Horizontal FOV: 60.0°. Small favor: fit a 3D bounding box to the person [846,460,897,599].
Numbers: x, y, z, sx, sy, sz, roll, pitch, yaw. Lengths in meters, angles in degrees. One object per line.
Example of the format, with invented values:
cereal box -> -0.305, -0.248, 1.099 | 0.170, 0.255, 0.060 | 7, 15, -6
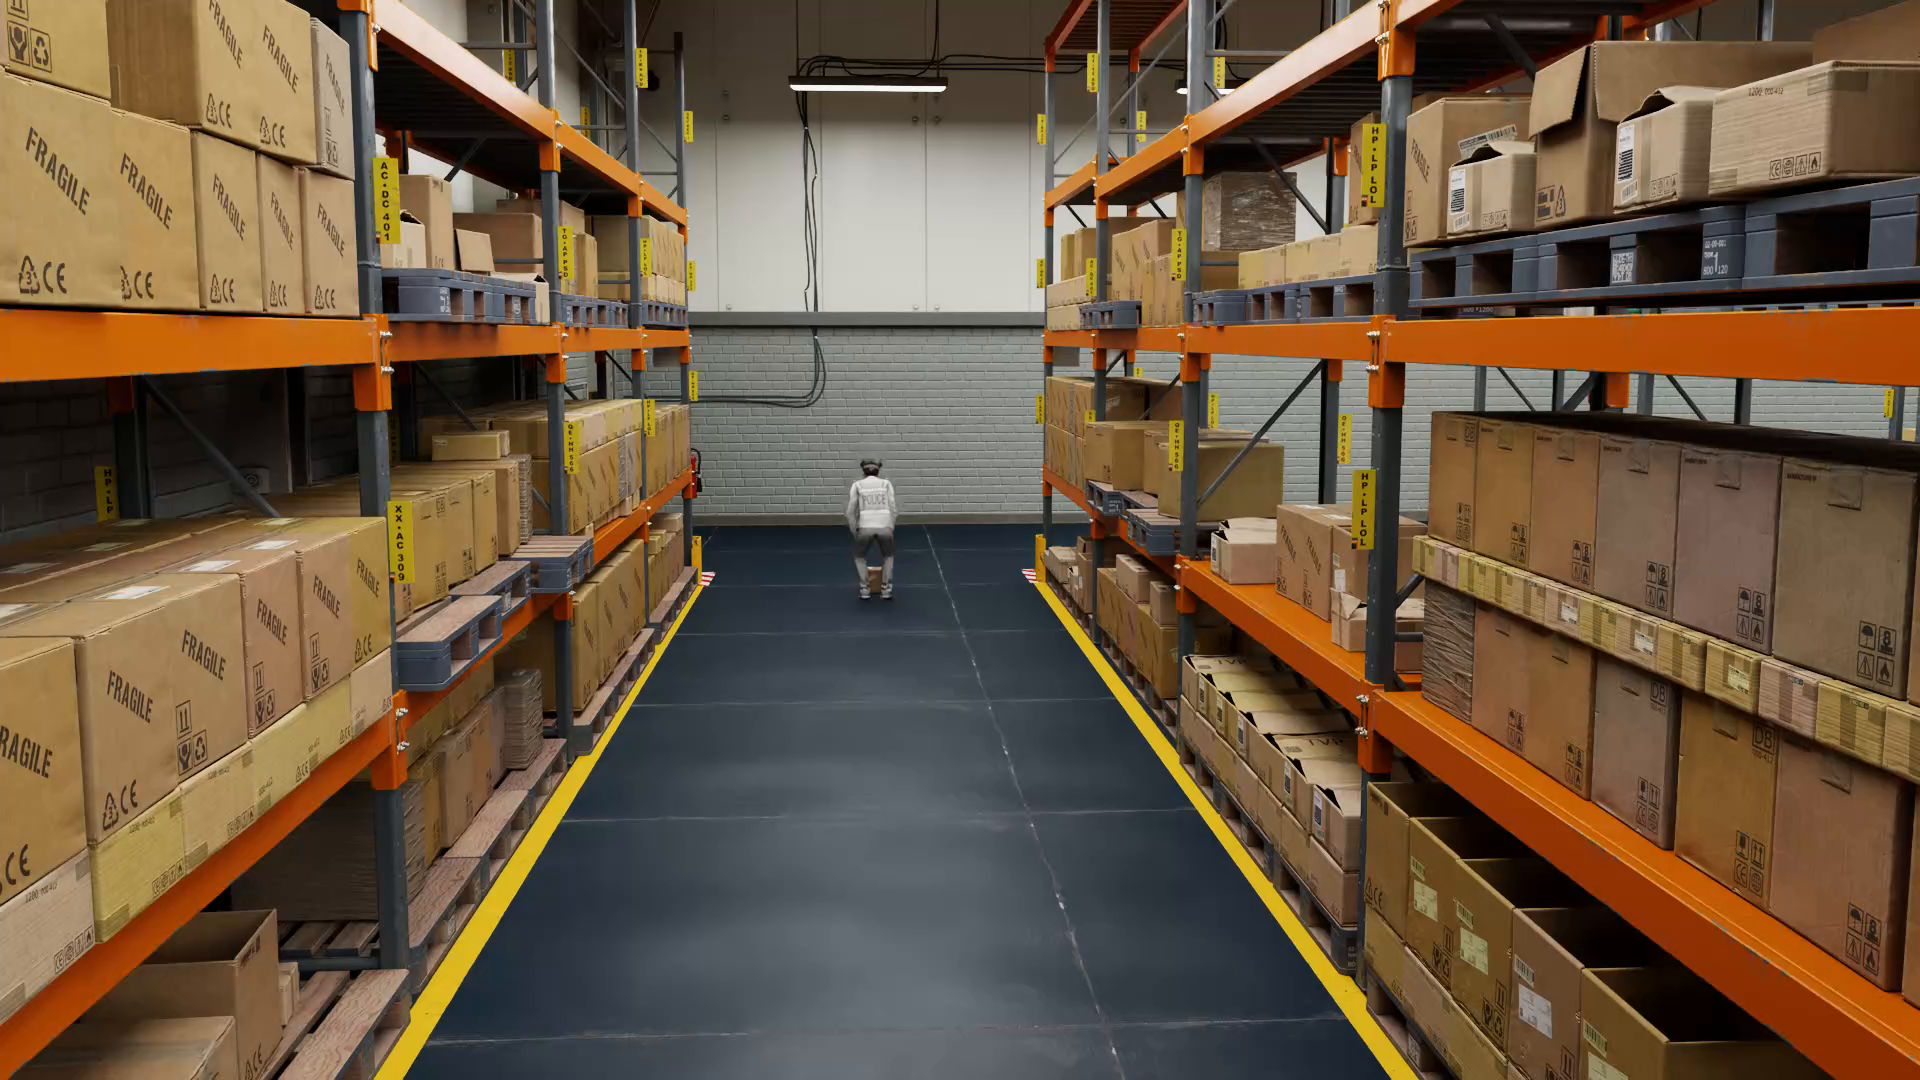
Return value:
person -> -0.931, -0.108, 17.539 | 0.533, 1.455, 0.654 | 0, 7, -3
